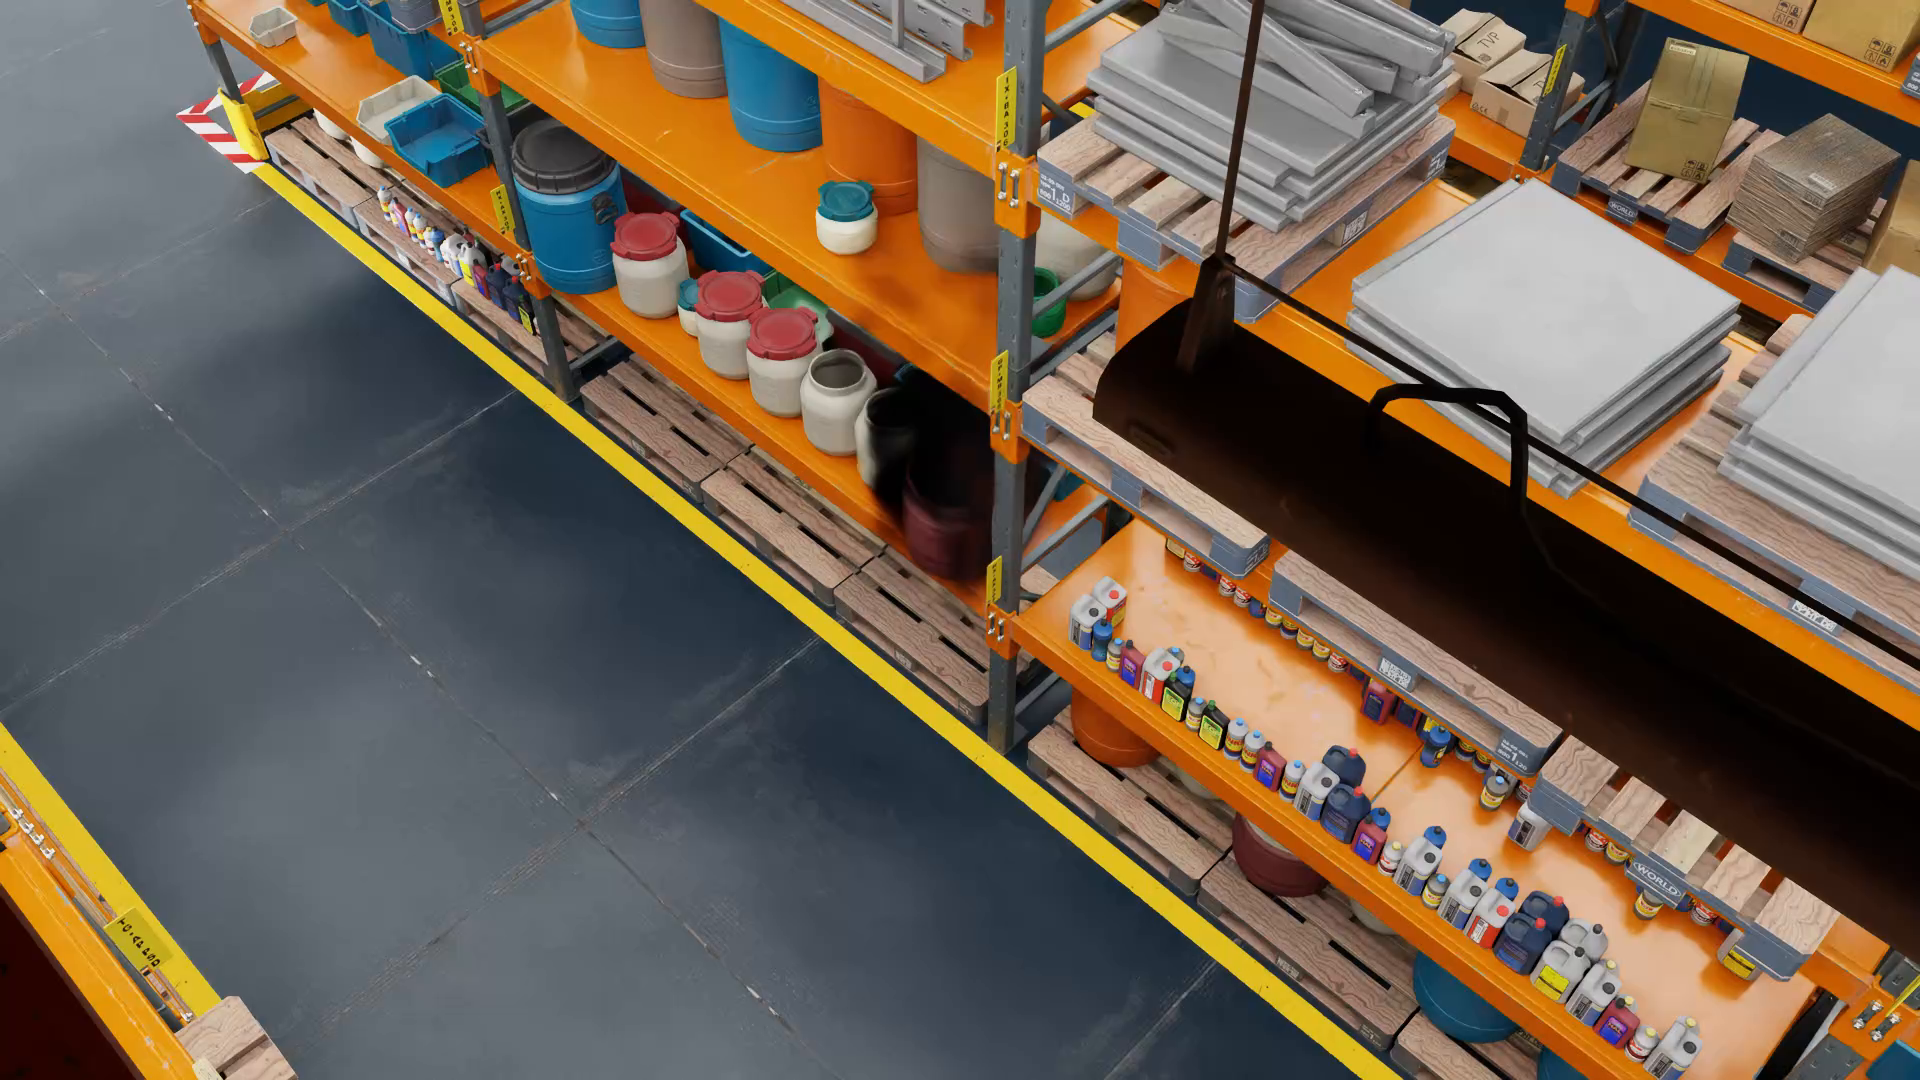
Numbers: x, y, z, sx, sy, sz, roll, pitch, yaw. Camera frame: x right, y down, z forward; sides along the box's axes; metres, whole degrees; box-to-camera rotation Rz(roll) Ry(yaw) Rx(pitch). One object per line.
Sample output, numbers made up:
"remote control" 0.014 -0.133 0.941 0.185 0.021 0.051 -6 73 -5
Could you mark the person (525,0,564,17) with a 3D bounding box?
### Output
"person" -3.008 -3.914 12.538 0.594 1.732 0.684 22 53 17
